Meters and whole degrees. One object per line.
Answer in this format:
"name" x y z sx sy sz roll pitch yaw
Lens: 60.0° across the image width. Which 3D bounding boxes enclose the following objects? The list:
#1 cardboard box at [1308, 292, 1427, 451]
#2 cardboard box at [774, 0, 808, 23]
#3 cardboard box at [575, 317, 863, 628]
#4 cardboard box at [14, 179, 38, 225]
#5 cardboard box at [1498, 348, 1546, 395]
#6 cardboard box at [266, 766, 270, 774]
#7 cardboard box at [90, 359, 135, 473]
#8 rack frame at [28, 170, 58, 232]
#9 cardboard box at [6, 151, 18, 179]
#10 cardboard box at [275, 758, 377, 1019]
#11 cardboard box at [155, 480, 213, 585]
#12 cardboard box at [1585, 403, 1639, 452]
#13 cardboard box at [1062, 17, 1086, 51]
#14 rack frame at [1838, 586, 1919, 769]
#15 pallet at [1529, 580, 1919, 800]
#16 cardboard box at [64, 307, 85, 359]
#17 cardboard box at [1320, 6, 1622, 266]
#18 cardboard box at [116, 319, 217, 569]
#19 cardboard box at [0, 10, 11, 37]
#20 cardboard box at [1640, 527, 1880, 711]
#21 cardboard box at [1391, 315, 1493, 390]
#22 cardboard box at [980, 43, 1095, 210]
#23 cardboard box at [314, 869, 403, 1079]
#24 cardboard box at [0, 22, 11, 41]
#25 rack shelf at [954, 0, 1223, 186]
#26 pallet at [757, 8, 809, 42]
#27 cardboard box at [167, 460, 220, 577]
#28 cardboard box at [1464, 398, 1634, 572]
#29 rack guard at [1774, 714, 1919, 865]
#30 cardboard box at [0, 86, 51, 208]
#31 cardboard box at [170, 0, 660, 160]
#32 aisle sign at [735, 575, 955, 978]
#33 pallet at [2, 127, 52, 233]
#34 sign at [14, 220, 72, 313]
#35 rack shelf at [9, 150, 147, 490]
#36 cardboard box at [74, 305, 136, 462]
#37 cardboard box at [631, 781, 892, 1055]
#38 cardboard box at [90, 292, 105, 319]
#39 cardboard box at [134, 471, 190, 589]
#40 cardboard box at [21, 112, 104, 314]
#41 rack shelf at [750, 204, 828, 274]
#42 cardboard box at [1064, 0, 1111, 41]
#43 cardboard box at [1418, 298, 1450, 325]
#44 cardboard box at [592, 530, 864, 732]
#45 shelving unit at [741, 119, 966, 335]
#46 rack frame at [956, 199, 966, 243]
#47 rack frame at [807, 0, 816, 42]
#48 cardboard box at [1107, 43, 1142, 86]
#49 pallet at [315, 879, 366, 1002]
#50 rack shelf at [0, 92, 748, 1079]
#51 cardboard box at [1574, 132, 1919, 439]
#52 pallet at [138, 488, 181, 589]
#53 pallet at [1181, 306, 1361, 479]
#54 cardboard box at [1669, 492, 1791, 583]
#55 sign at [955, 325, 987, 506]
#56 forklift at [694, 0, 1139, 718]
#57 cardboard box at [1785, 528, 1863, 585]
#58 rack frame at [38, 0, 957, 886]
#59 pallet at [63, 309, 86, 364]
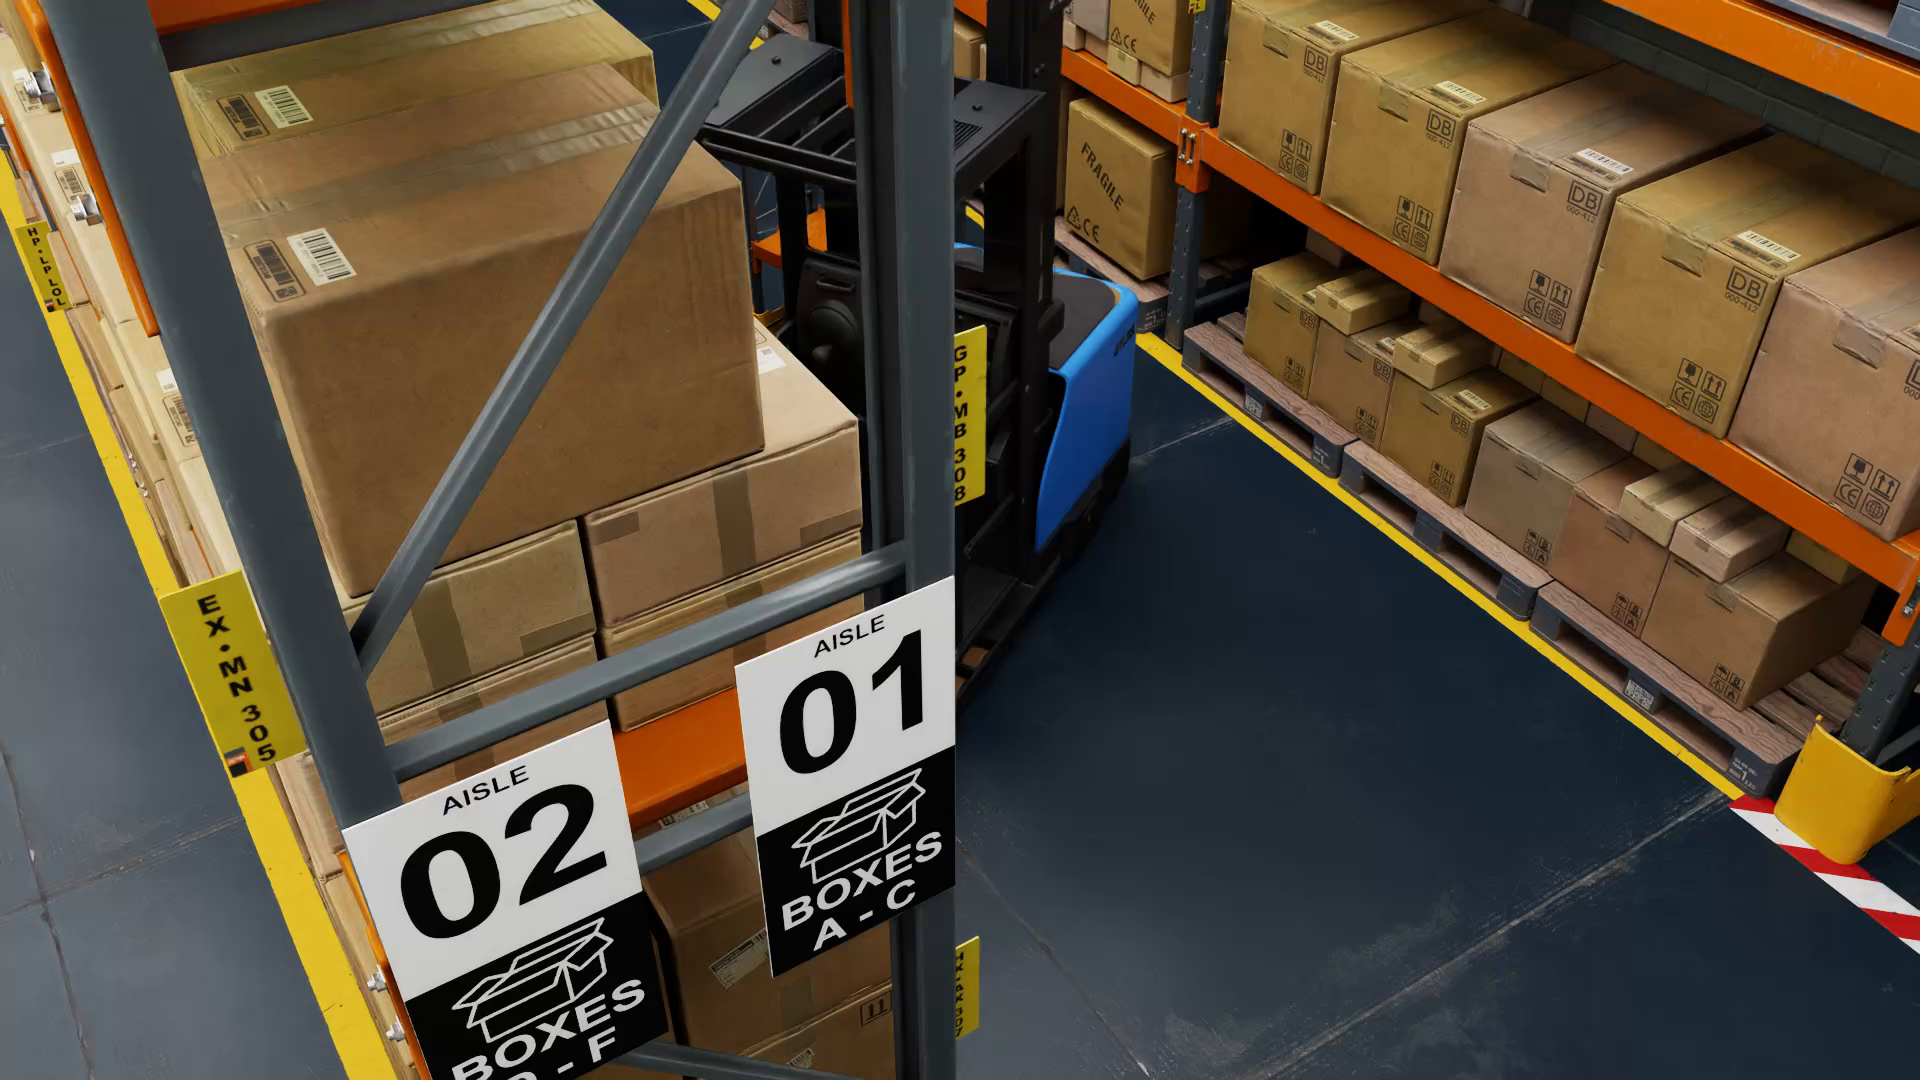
"cardboard box" 2.147 -0.865 8.069 0.700 0.500 0.500 -23 45 -25
"cardboard box" -1.018 -4.113 11.952 0.700 0.500 0.500 -22 44 -24
"cardboard box" -0.517 -0.162 2.985 0.500 0.250 0.500 -22 45 -24
"cardboard box" -4.758 -1.691 9.046 0.500 0.500 0.500 -20 44 -23
"cardboard box" 2.671 -0.831 7.522 0.380 0.149 0.250 -23 45 -25
"cardboard box" -1.747 0.483 4.749 0.500 0.500 0.500 -23 45 -25
"cardboard box" -3.646 -0.585 7.717 0.500 0.500 0.500 -22 44 -24
"rack frame" -2.611 -0.668 6.208 1.000 3.000 0.127 -22 45 -24
"cardboard box" -5.251 -2.345 9.603 0.500 0.311 0.500 -21 44 -23
"cardboard box" -1.204 0.651 3.767 0.500 0.500 0.500 -21 44 -23
"cardboard box" -1.762 0.095 4.433 0.500 0.500 0.500 -21 44 -23
"cardboard box" 2.945 -0.556 7.192 0.380 0.149 0.250 -22 44 -24
"cardboard box" 0.695 -2.777 8.920 0.380 0.149 0.250 -22 45 -24
"rack frame" 3.715 -0.216 5.666 1.000 3.000 0.127 -22 45 -24
"pallet" 3.219 0.451 7.044 1.003 0.211 1.213 -22 45 -24
"cardboard box" -4.206 -1.138 8.382 0.500 0.500 0.500 -23 45 -25
"cardboard box" 2.230 -1.796 7.328 0.980 0.700 0.700 -23 45 -25
"cardboard box" -1.220 -0.255 3.096 0.500 0.250 0.500 -22 45 -24
"cardboard box" -2.168 -1.675 4.214 0.700 0.500 0.500 -22 45 -24
"cardboard box" 3.254 0.240 6.744 0.700 0.500 0.500 -22 45 -24
"cardboard box" 2.191 -0.857 7.553 0.380 0.149 0.250 -23 45 -26
"cardboard box" 0.624 -2.495 9.752 0.750 0.750 0.750 -21 44 -23
"cardboard box" -1.212 1.026 4.097 0.500 0.500 0.500 -22 45 -24
"cardboard box" -2.288 -1.337 4.395 0.500 0.250 0.500 -22 45 -24
"rack shelf" 0.488 -3.178 9.783 1.077 0.370 4.000 -22 45 -24
"pallet" -1.006 -3.885 12.247 1.003 0.211 1.213 -22 45 -24
"cardboard box" -1.218 -0.064 3.257 0.500 0.250 0.500 -22 45 -24
"cardboard box" 2.714 -0.302 7.393 0.700 0.500 0.500 -24 45 -26
"rack guard" 3.727 0.757 6.451 1.175 0.500 0.348 -22 45 -24
"cardboard box" -2.293 -1.144 4.553 0.500 0.250 0.500 -22 45 -24
"cardboard box" -0.948 -0.654 2.990 0.700 0.500 0.500 -22 45 -24
"aisle sign" -0.176 0.428 2.862 0.394 0.787 0.004 -22 45 -24
"pallet" -3.712 -1.705 7.603 1.003 0.211 1.213 -22 45 -24
"sign" -3.077 -0.920 5.606 0.100 0.325 0.005 -22 45 -24
"rack shelf" -3.686 -1.471 7.734 1.077 0.370 4.000 -22 45 -24
"cardboard box" -2.317 -0.461 5.101 0.500 0.500 0.500 -24 45 -26
"cardboard box" -0.476 0.738 3.661 0.500 0.500 0.500 -21 44 -23
"cardboard box" -1.753 -0.604 3.906 0.500 0.250 0.500 -22 45 -24
"cardboard box" -3.118 -0.044 7.069 0.500 0.500 0.500 -22 45 -25
"cardboard box" -1.760 -0.794 3.743 0.500 0.250 0.500 -22 45 -24
"rack shelf" -0.531 -1.389 8.526 1.000 0.185 0.538 28 47 29
"cardboard box" 0.820 -2.970 8.644 0.500 0.500 0.500 -22 45 -24
"cardboard box" 2.396 -1.107 7.853 0.380 0.149 0.250 -24 45 -26
"cardboard box" -0.522 0.032 3.143 0.500 0.250 0.500 -22 45 -24
"shelving unit" -0.524 -1.523 8.406 1.083 1.500 0.587 28 47 29
"rack frame" -0.141 -1.319 8.161 0.032 1.500 0.500 28 47 29
"rack frame" -0.587 -4.534 10.848 1.000 3.000 0.127 -22 45 -24
"cardboard box" 0.988 -2.499 8.587 0.380 0.149 0.250 -21 44 -24
"pallet" -1.582 1.434 5.865 1.003 0.211 1.213 -22 45 -24
"rack shelf" -1.535 -0.464 4.183 1.077 0.370 4.000 -22 45 -24
"cardboard box" 3.031 -0.992 6.363 0.980 0.700 0.700 -23 45 -25
"pallet" -3.080 -0.022 7.612 1.003 0.211 1.213 -22 45 -24
"pallet" 1.907 -0.866 8.625 1.003 0.211 1.213 -22 45 -24
"cardboard box" 3.031 -0.016 6.544 0.380 0.149 0.250 -23 45 -25
"sign" -0.003 -0.184 2.601 0.100 0.325 0.005 -22 45 -24
"forklift" -0.327 -0.737 6.344 1.130 2.935 3.031 19 43 21
"cardboard box" 3.490 -0.011 6.538 0.380 0.149 0.250 -22 45 -24
"rack frame" -0.460 -0.813 1.697 1.000 3.000 0.127 -22 45 -24
"pallet" -4.392 -1.339 9.193 1.003 0.211 1.213 -22 45 -24
